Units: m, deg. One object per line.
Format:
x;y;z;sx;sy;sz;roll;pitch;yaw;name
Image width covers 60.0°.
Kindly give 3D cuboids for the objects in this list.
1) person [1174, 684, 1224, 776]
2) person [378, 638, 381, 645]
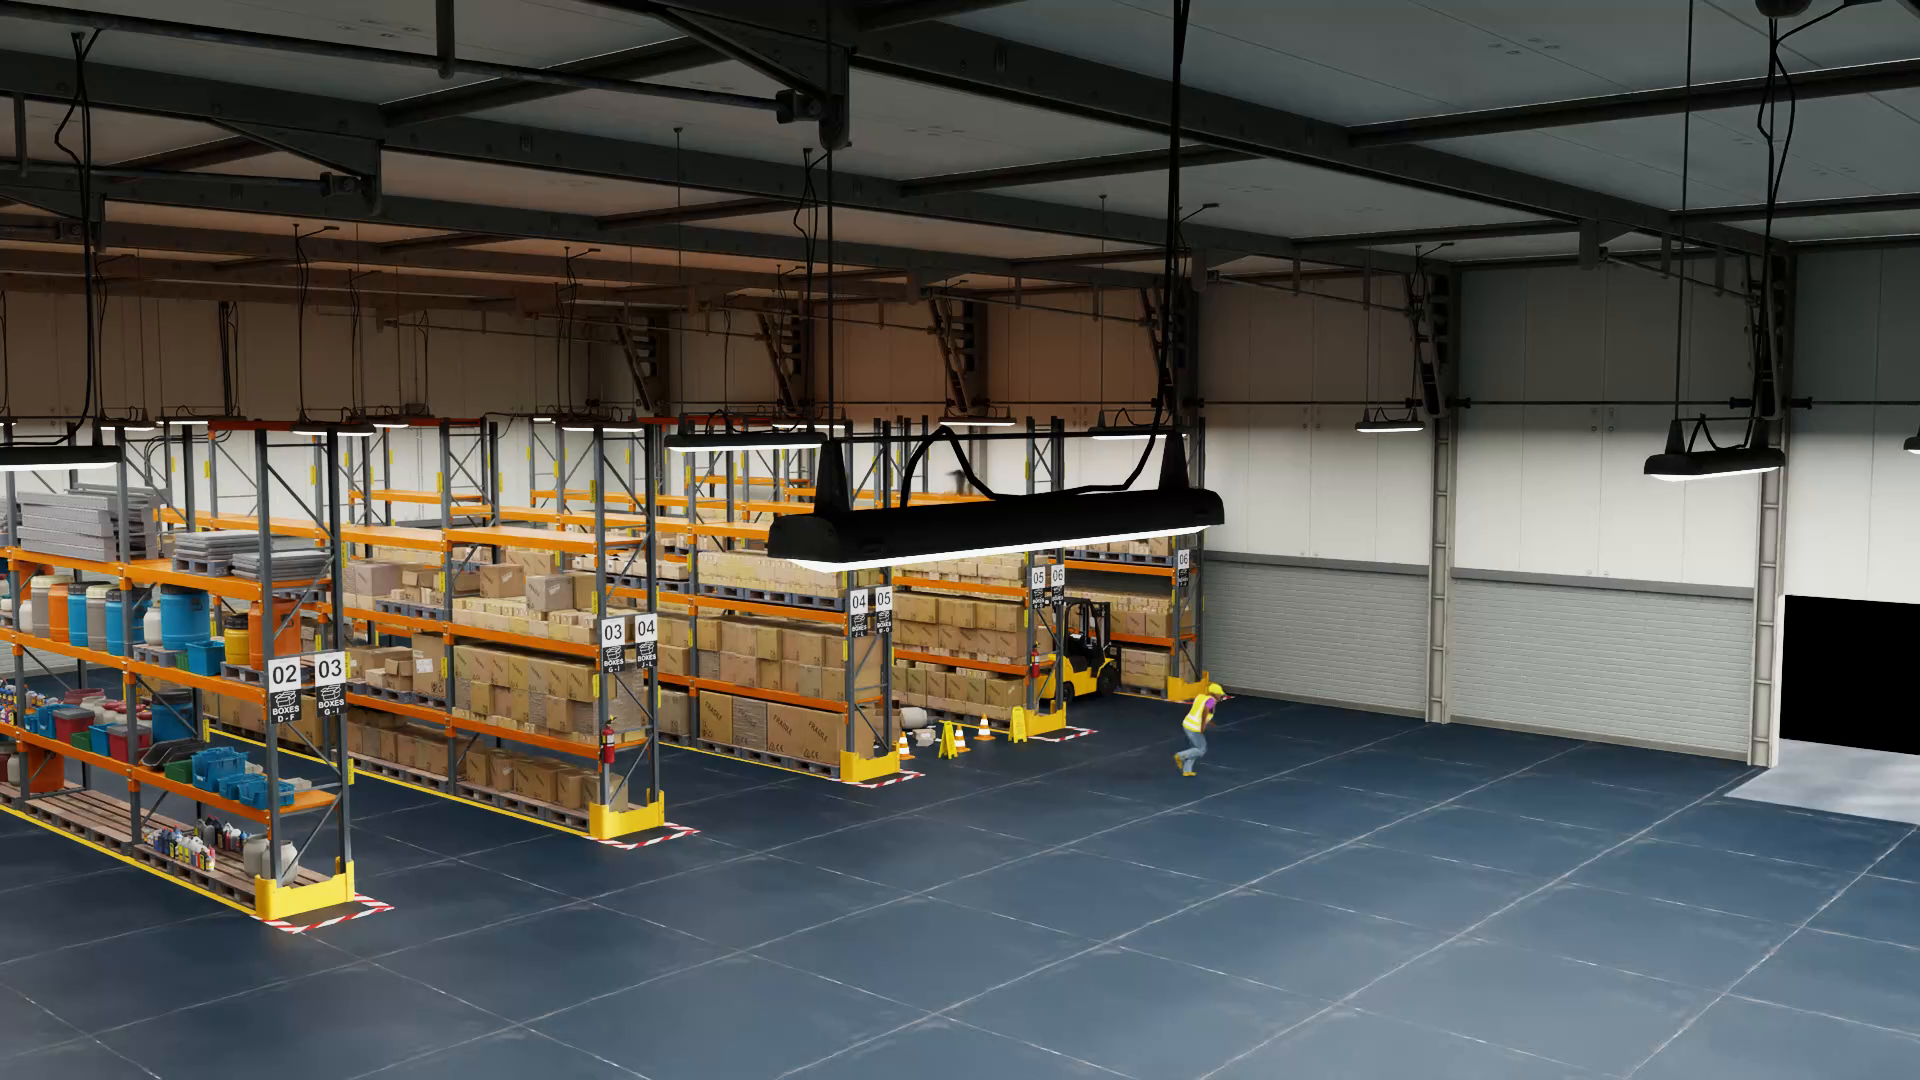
4.051;3.223;28.090;0.906;1.562;0.727;-1;5;-16;person
-11.839;2.731;33.385;0.759;1.665;0.645;2;5;27;person
